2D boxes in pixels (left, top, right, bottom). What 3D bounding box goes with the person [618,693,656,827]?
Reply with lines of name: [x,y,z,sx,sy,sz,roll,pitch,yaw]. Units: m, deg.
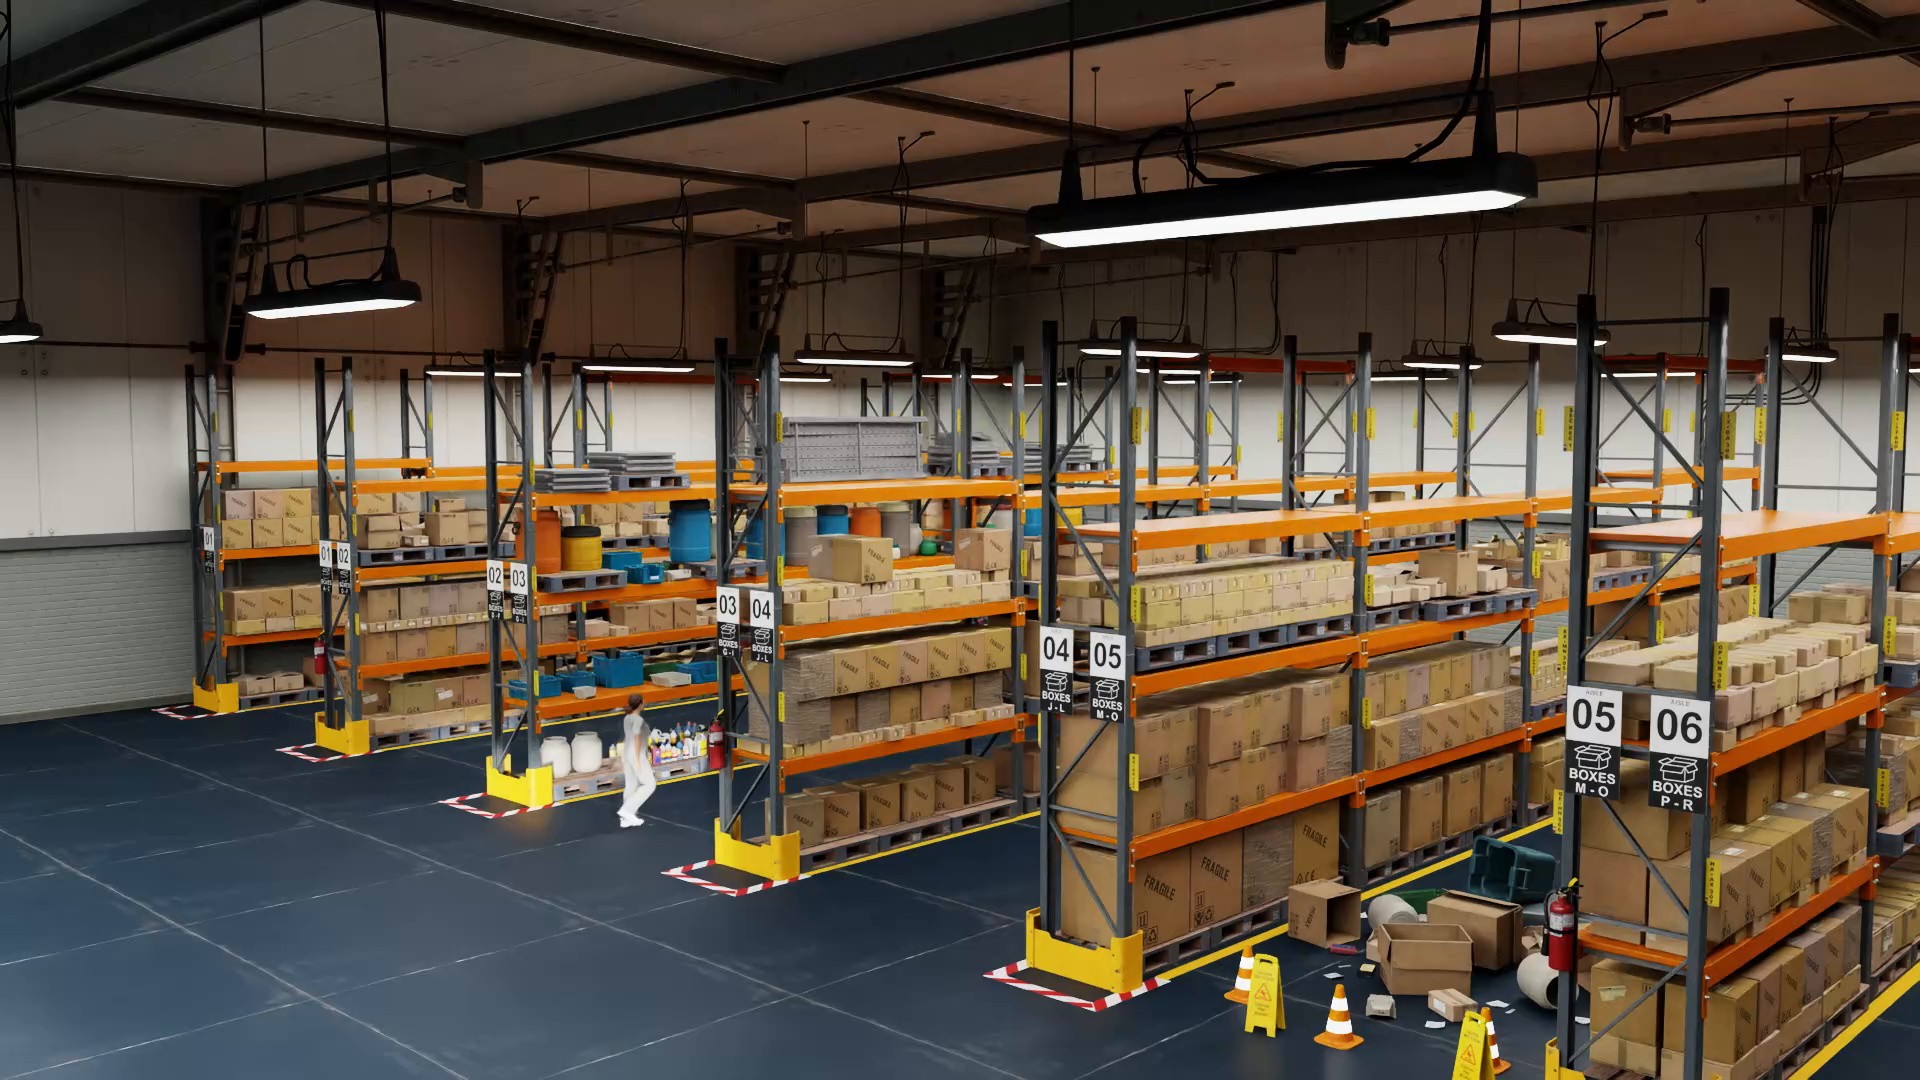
person: [-4.079,2.740,20.735,0.470,1.660,0.499,-3,5,-34]
